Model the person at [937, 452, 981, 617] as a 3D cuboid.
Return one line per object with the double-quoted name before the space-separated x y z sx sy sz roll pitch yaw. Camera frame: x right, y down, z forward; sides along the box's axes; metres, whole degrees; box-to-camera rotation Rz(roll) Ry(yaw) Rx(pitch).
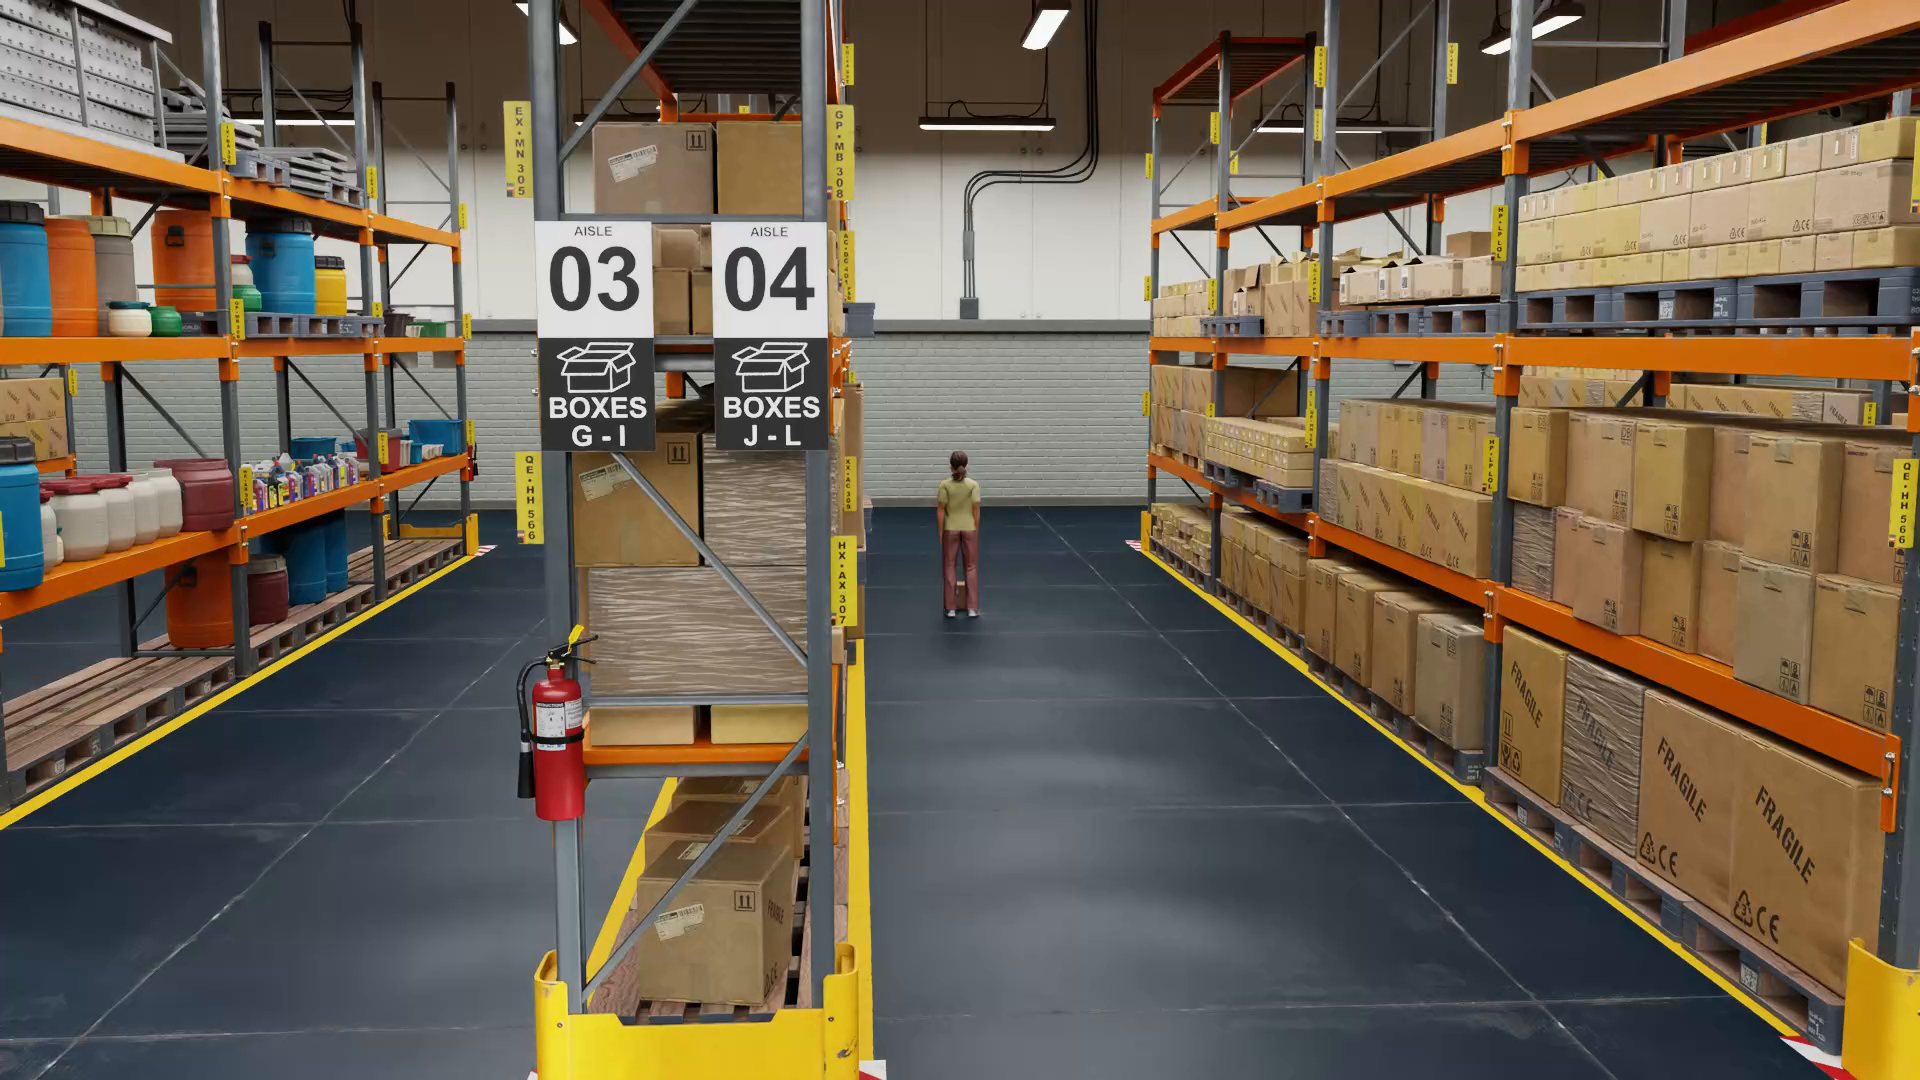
"person" -0.014 -0.058 16.769 0.441 1.673 0.358 0 7 -2
